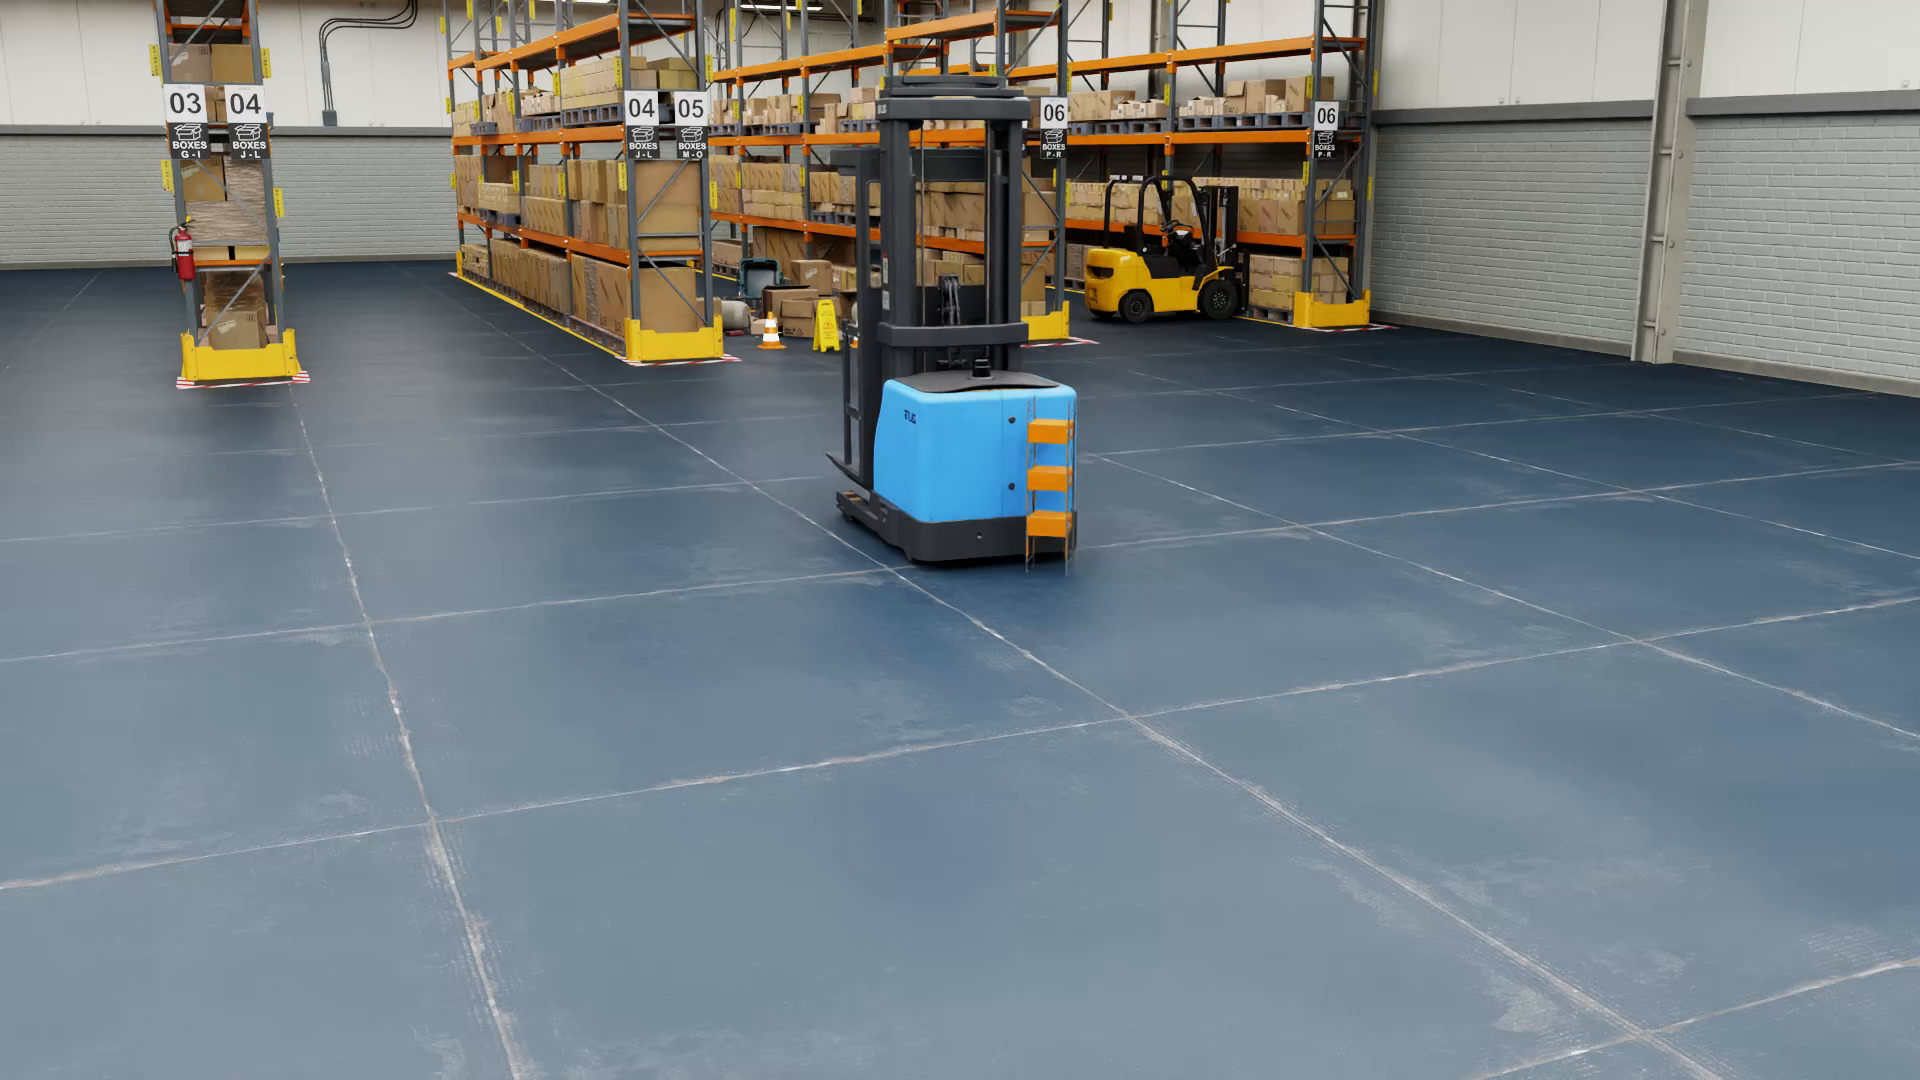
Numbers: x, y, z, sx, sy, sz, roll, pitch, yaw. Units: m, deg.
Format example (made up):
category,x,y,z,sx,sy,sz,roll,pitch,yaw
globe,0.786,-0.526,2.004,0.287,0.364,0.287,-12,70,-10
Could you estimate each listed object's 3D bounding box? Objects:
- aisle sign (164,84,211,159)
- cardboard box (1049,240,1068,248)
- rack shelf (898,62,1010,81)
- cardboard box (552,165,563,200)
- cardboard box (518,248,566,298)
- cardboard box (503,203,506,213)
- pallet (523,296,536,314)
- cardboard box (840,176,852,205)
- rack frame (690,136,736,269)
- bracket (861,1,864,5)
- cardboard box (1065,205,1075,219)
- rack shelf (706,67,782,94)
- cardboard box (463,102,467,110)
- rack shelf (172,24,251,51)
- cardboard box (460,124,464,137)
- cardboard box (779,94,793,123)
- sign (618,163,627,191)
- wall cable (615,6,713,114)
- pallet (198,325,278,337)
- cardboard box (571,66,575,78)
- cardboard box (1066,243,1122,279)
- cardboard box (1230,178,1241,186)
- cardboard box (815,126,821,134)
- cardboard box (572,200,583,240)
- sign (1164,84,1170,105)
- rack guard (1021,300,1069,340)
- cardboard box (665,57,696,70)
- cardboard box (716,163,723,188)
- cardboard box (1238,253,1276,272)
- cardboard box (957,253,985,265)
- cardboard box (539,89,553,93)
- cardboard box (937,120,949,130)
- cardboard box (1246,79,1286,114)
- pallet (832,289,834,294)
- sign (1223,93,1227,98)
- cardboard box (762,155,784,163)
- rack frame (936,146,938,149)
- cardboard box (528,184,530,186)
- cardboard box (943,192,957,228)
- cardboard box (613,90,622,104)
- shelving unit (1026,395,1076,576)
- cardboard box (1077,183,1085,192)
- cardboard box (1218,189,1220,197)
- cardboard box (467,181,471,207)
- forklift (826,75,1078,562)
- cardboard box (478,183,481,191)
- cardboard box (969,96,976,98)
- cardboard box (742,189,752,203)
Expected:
category,x,y,z,sx,sy,sz,roll,pitch,yaw
aisle sign,-8.386,-4.536,18.051,0.394,0.787,0.004,-6,14,-23
cardboard box,1.856,-5.688,31.969,0.380,0.149,0.250,-6,14,-26
rack shelf,-0.118,-10.117,36.227,1.077,0.370,4.000,-6,14,-23
cardboard box,-5.768,-5.411,25.159,0.700,0.500,0.500,-6,14,-23
cardboard box,-6.594,-4.364,27.131,1.050,0.750,0.750,-6,14,-24
cardboard box,-7.472,-5.583,27.967,0.380,0.149,0.250,-6,14,-23
pallet,-6.509,-3.861,27.084,1.003,0.211,1.213,-6,14,-23
cardboard box,-1.665,-5.821,27.558,0.500,0.500,0.500,-6,14,-25
rack frame,-5.465,-7.510,36.666,1.000,3.000,0.127,-6,14,-23
bracket,-2.614,-13.817,42.631,0.235,0.232,0.430,-6,14,-23
cardboard box,2.240,-6.120,30.991,0.500,0.250,0.500,-6,14,-23
rack shelf,-4.664,-9.474,34.331,1.077,0.370,4.000,-6,14,-23
cardboard box,-9.396,-8.397,32.186,0.380,0.149,0.250,-6,14,-24
rack shelf,-10.540,-6.926,23.322,1.077,0.370,4.000,-6,14,-23
cardboard box,-9.590,-8.100,32.896,0.500,0.250,0.500,-6,14,-25
cardboard box,-2.831,-7.759,29.938,0.700,0.500,0.500,-6,15,-26
sign,-4.054,-4.370,20.005,0.100,0.325,0.005,-6,14,-23
wall cable,-7.312,-11.650,41.249,2.355,3.000,0.029,-6,14,-23
pallet,-9.437,-2.642,21.816,1.003,0.211,1.213,-6,14,-23
cardboard box,-5.013,-6.280,22.336,0.380,0.149,0.250,-6,14,-24
cardboard box,2.523,-5.224,31.124,0.875,0.625,0.625,-5,14,-21
cardboard box,4.449,-5.588,26.042,0.380,0.149,0.250,-6,14,-23
cardboard box,-2.290,-7.116,28.868,0.380,0.149,0.250,-6,14,-23
cardboard box,-4.995,-4.561,23.591,0.875,0.550,0.550,-6,14,-23
sign,3.395,-7.296,27.242,0.100,0.325,0.005,-6,14,-23
rack guard,0.913,-3.002,22.733,1.175,0.500,0.348,-6,14,-23
cardboard box,-3.393,-5.815,20.325,0.380,0.149,0.250,-5,14,-22
cardboard box,-4.713,-7.502,34.192,0.500,0.500,0.500,-5,14,-22
cardboard box,4.599,-4.281,25.664,0.500,0.250,0.500,-5,14,-22
cardboard box,0.175,-3.963,23.404,0.380,0.149,0.250,-5,14,-21
cardboard box,-6.872,-7.487,27.996,0.396,0.266,0.258,-6,14,-23
cardboard box,-0.111,-5.905,23.637,0.380,0.149,0.250,-6,14,-24
cardboard box,4.771,-6.707,25.169,0.700,0.500,0.500,-6,14,-23
pallet,-1.949,-4.337,29.141,1.003,0.211,1.213,-6,14,-23
sign,4.396,-7.282,27.707,0.100,0.325,0.005,-6,14,-23
cardboard box,-3.752,-7.624,33.282,0.380,0.149,0.250,-6,14,-24
rack frame,-0.919,-7.959,38.607,1.000,3.000,0.127,-6,14,-23
cardboard box,-7.388,-6.198,29.302,0.380,0.149,0.250,-6,14,-24
cardboard box,0.080,-4.693,23.613,0.500,0.500,0.500,-6,14,-23
cardboard box,-3.995,-5.367,20.158,0.380,0.149,0.250,-6,14,-23
shelving unit,0.542,-0.325,9.943,0.252,1.050,0.215,3,14,15
cardboard box,2.378,-6.473,30.524,0.380,0.149,0.250,-5,14,-21
cardboard box,4.261,-5.488,26.269,0.380,0.149,0.250,-6,14,-25
cardboard box,-9.402,-6.803,32.728,0.500,0.500,0.500,-6,14,-24
forklift,-0.224,-1.584,11.215,1.130,2.935,3.031,-4,14,-18
cardboard box,-8.622,-6.465,30.456,0.380,0.149,0.250,-5,14,-20
cardboard box,0.351,-6.083,22.636,0.380,0.149,0.250,-6,14,-24
cardboard box,-3.945,-6.738,32.553,0.500,0.250,0.500,-6,14,-25
